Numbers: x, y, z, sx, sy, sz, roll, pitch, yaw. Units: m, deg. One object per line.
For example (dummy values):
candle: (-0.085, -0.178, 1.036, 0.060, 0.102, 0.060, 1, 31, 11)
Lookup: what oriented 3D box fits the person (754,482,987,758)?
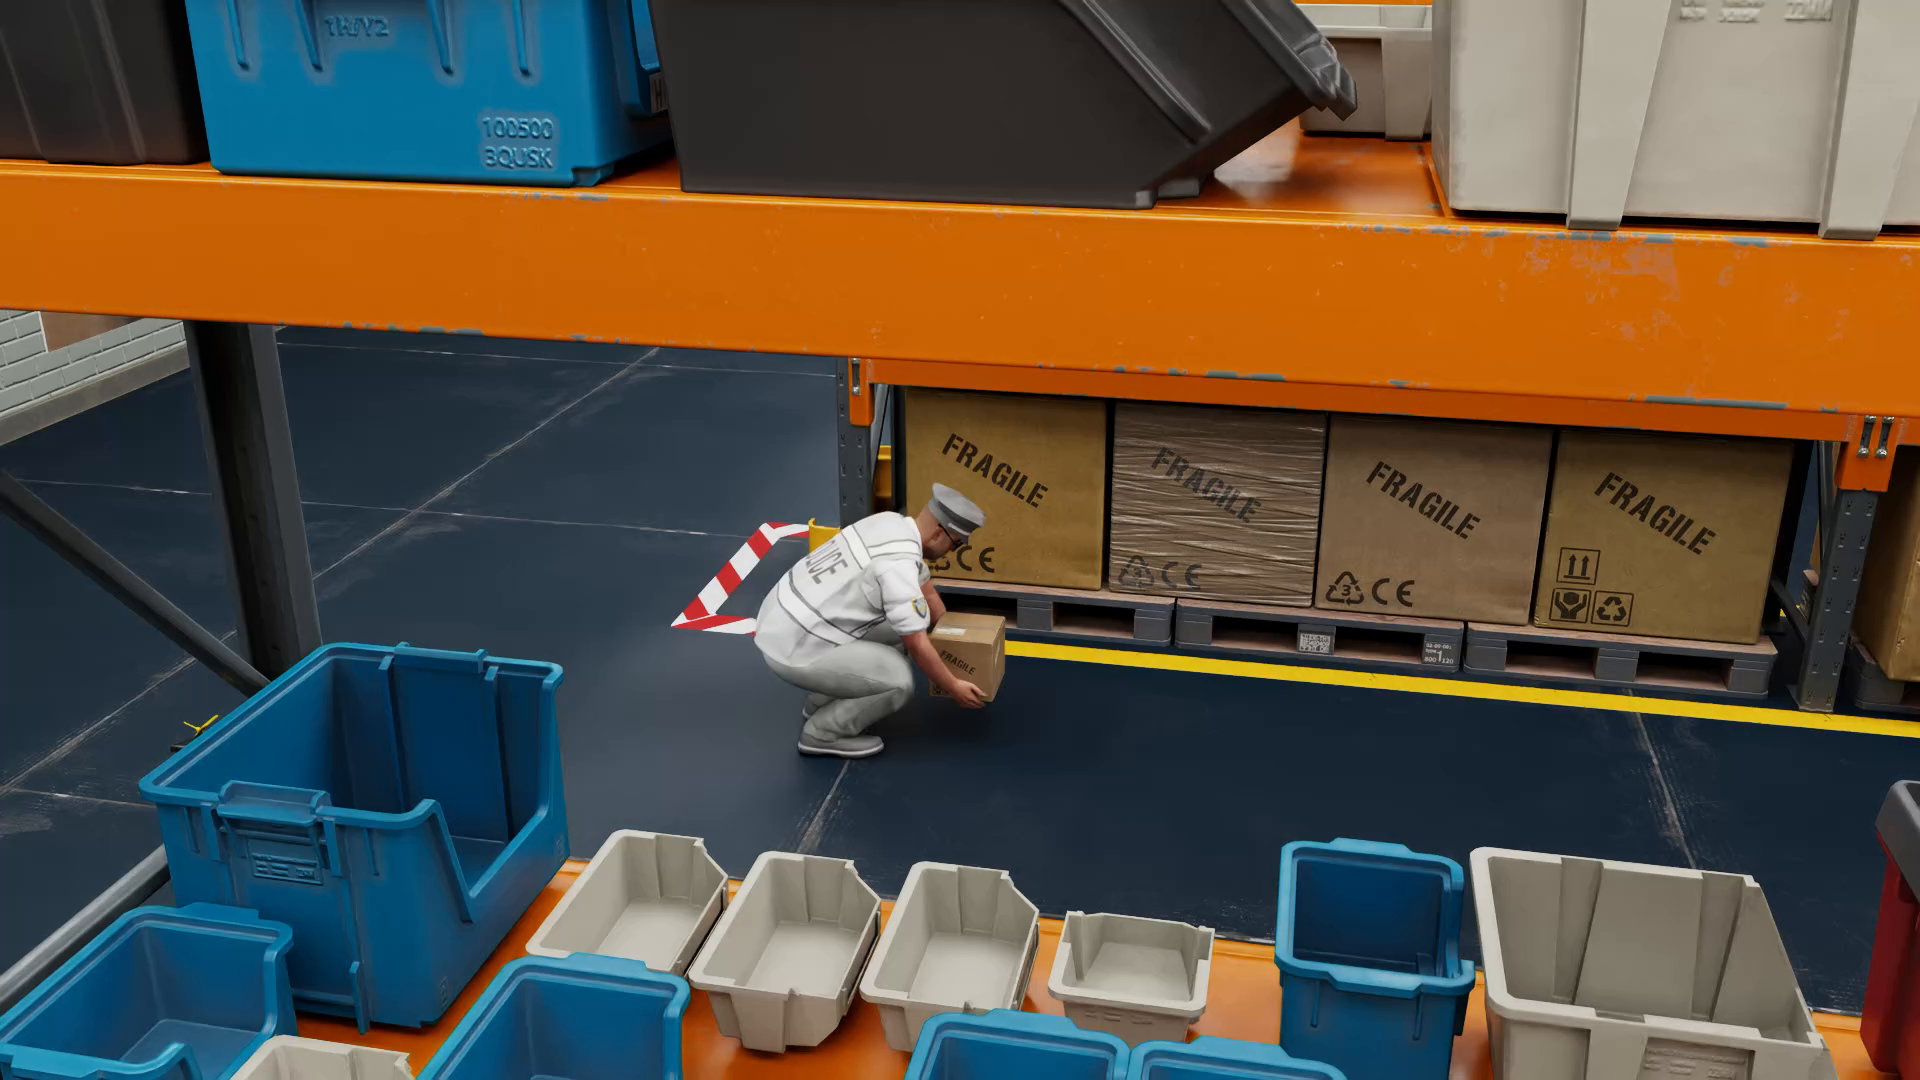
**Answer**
person: (-0.321, 0.292, 6.372, 0.926, 1.004, 0.562, -1, 21, -3)
